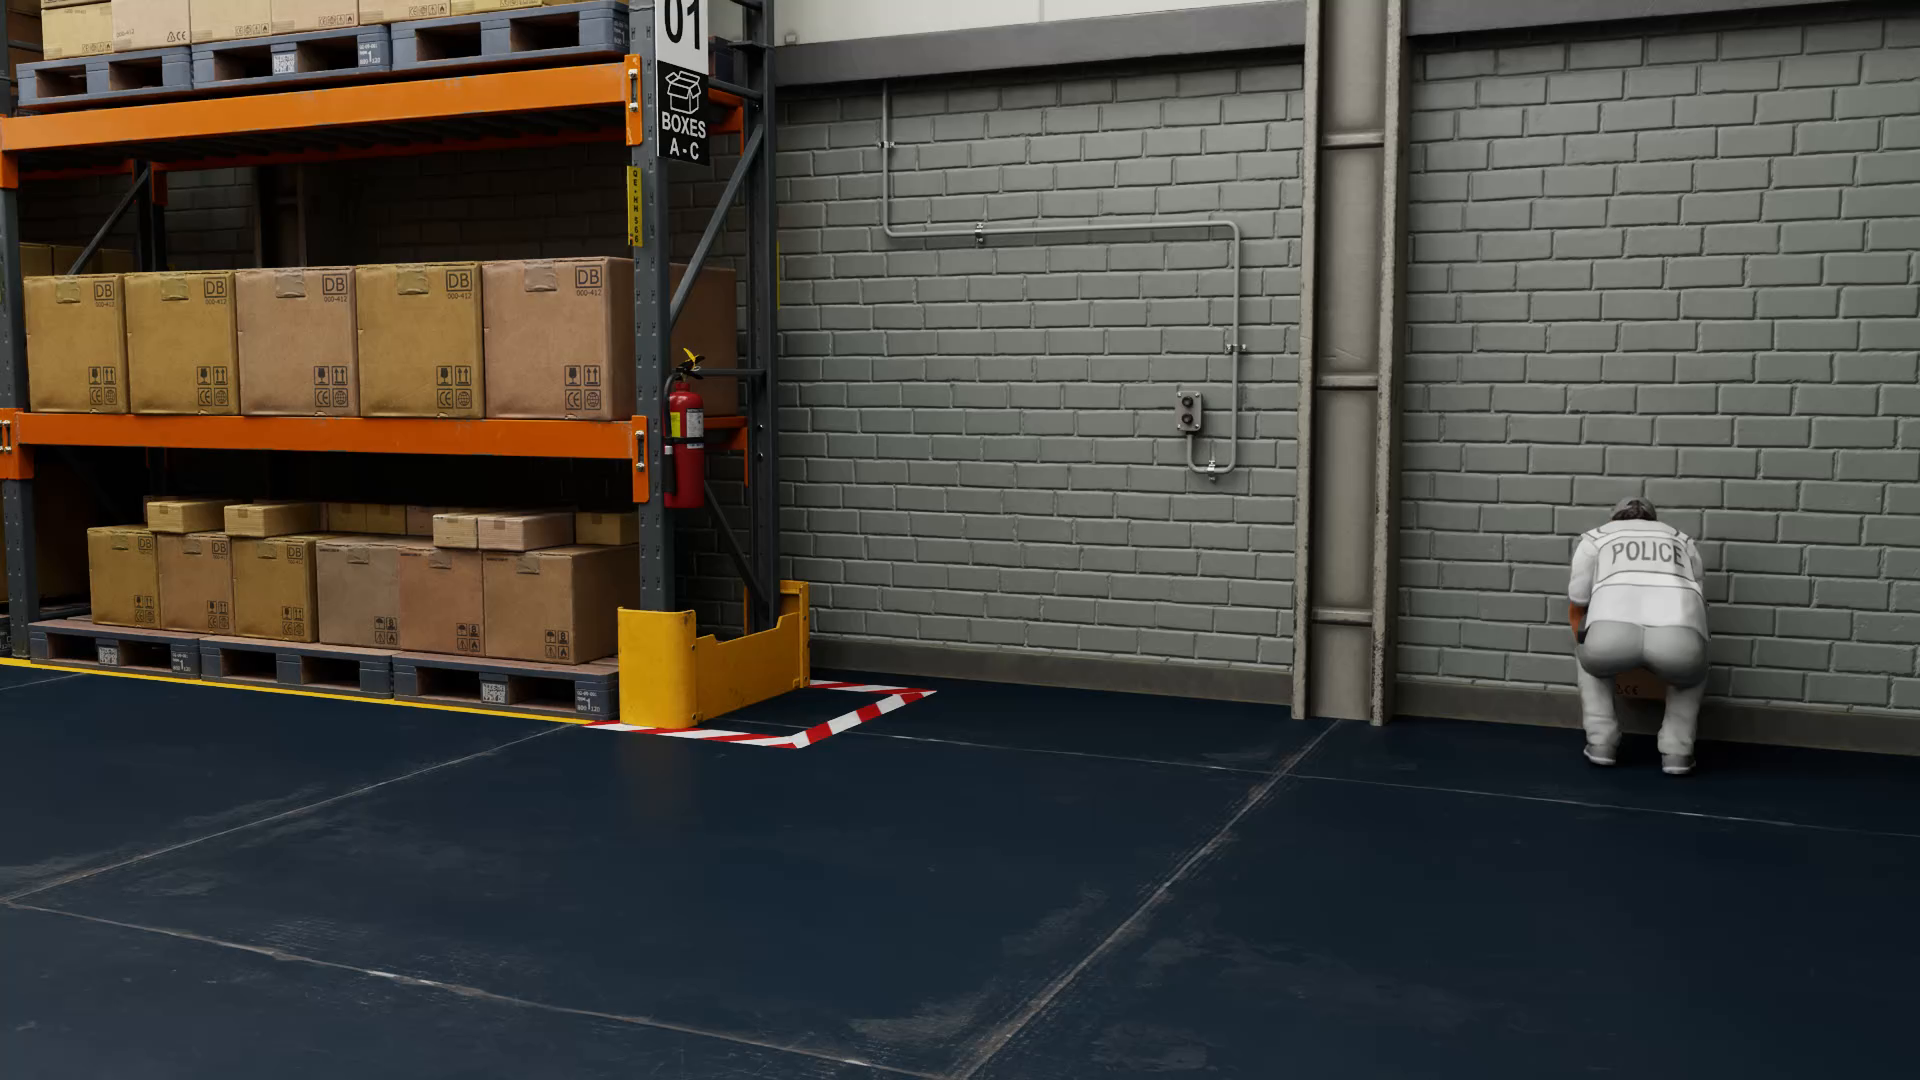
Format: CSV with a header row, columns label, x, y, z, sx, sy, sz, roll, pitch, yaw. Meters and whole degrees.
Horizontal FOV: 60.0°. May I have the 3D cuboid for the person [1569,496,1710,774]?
label,x,y,z,sx,sy,sz,roll,pitch,yaw
person,2.626,0.359,6.447,0.528,1.021,0.835,2,6,23
